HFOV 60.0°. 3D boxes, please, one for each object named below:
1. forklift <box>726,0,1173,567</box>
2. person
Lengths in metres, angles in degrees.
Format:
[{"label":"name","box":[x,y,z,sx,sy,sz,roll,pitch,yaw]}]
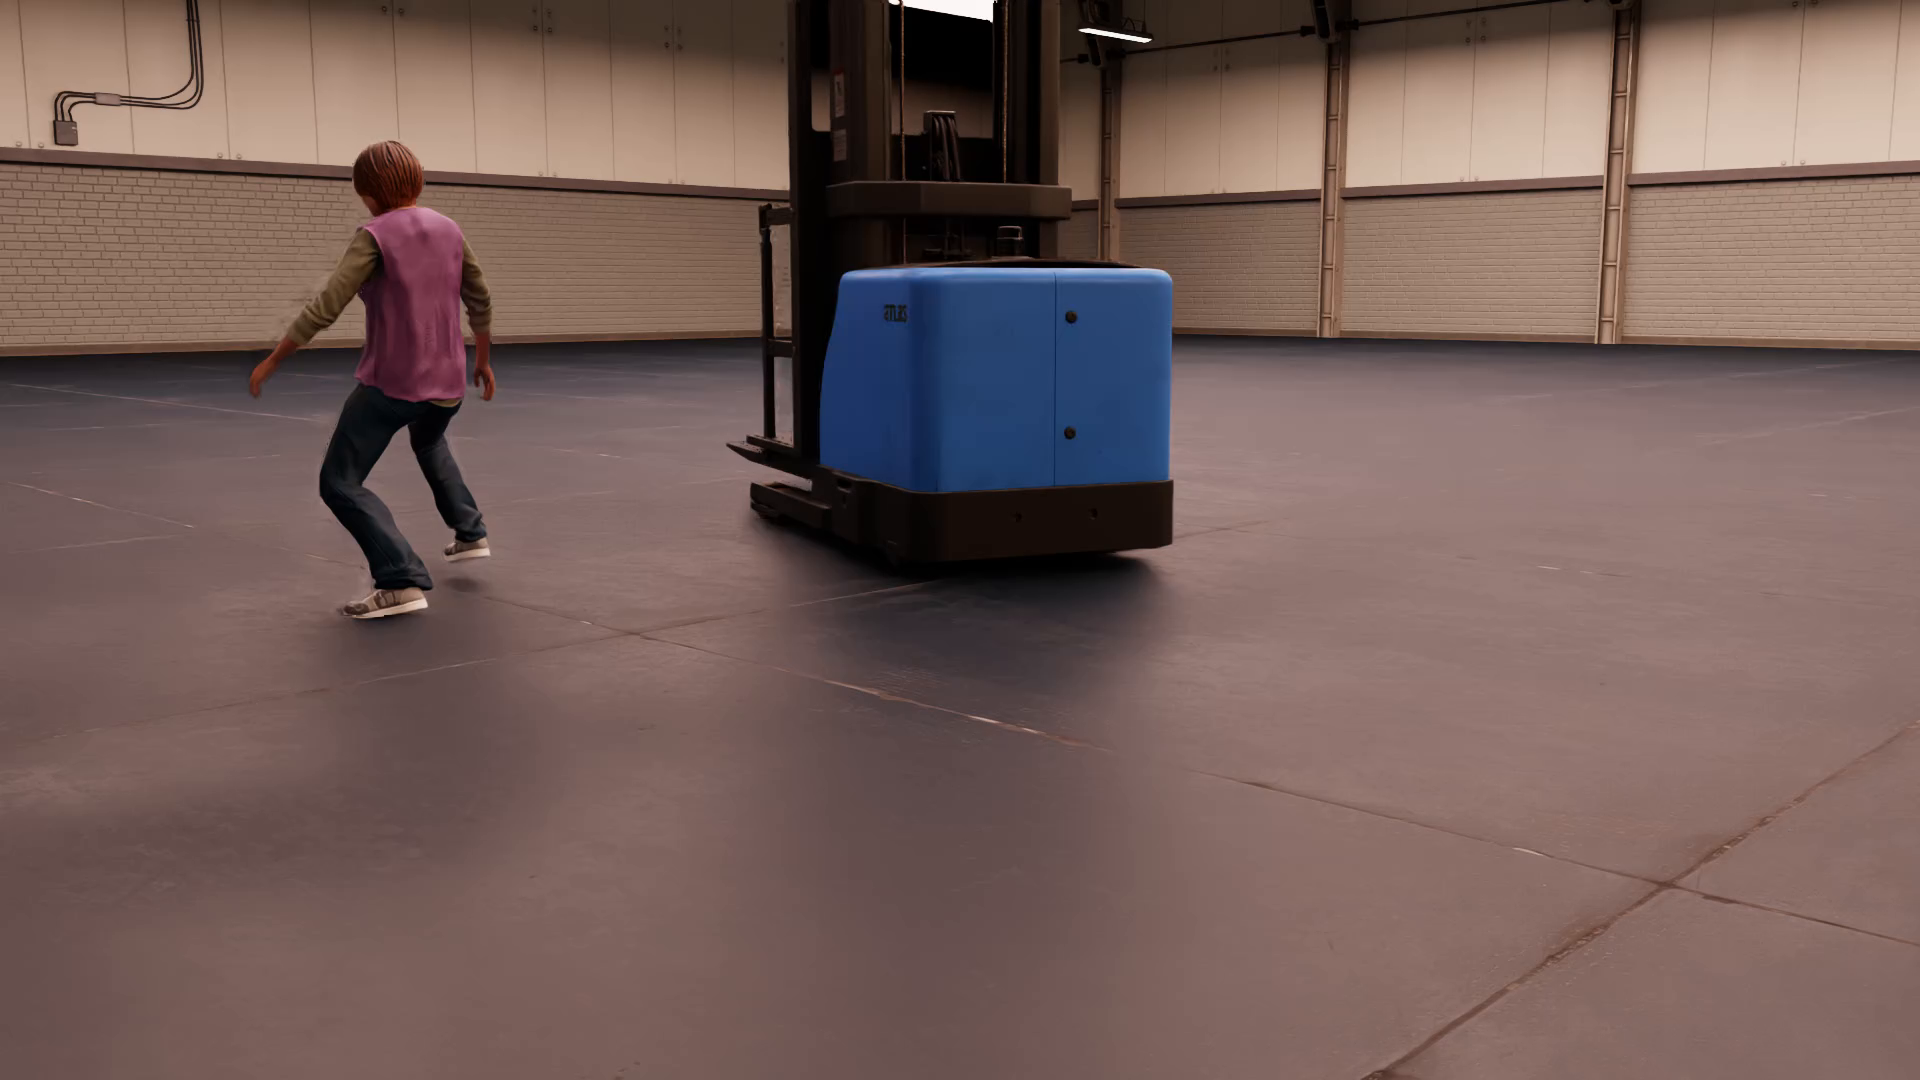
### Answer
[{"label":"forklift","box":[-0.273,-1.534,7.062,1.130,2.935,3.031,-4,9,-23]},{"label":"person","box":[-1.811,-0.521,5.345,0.607,1.474,0.811,6,11,35]}]
